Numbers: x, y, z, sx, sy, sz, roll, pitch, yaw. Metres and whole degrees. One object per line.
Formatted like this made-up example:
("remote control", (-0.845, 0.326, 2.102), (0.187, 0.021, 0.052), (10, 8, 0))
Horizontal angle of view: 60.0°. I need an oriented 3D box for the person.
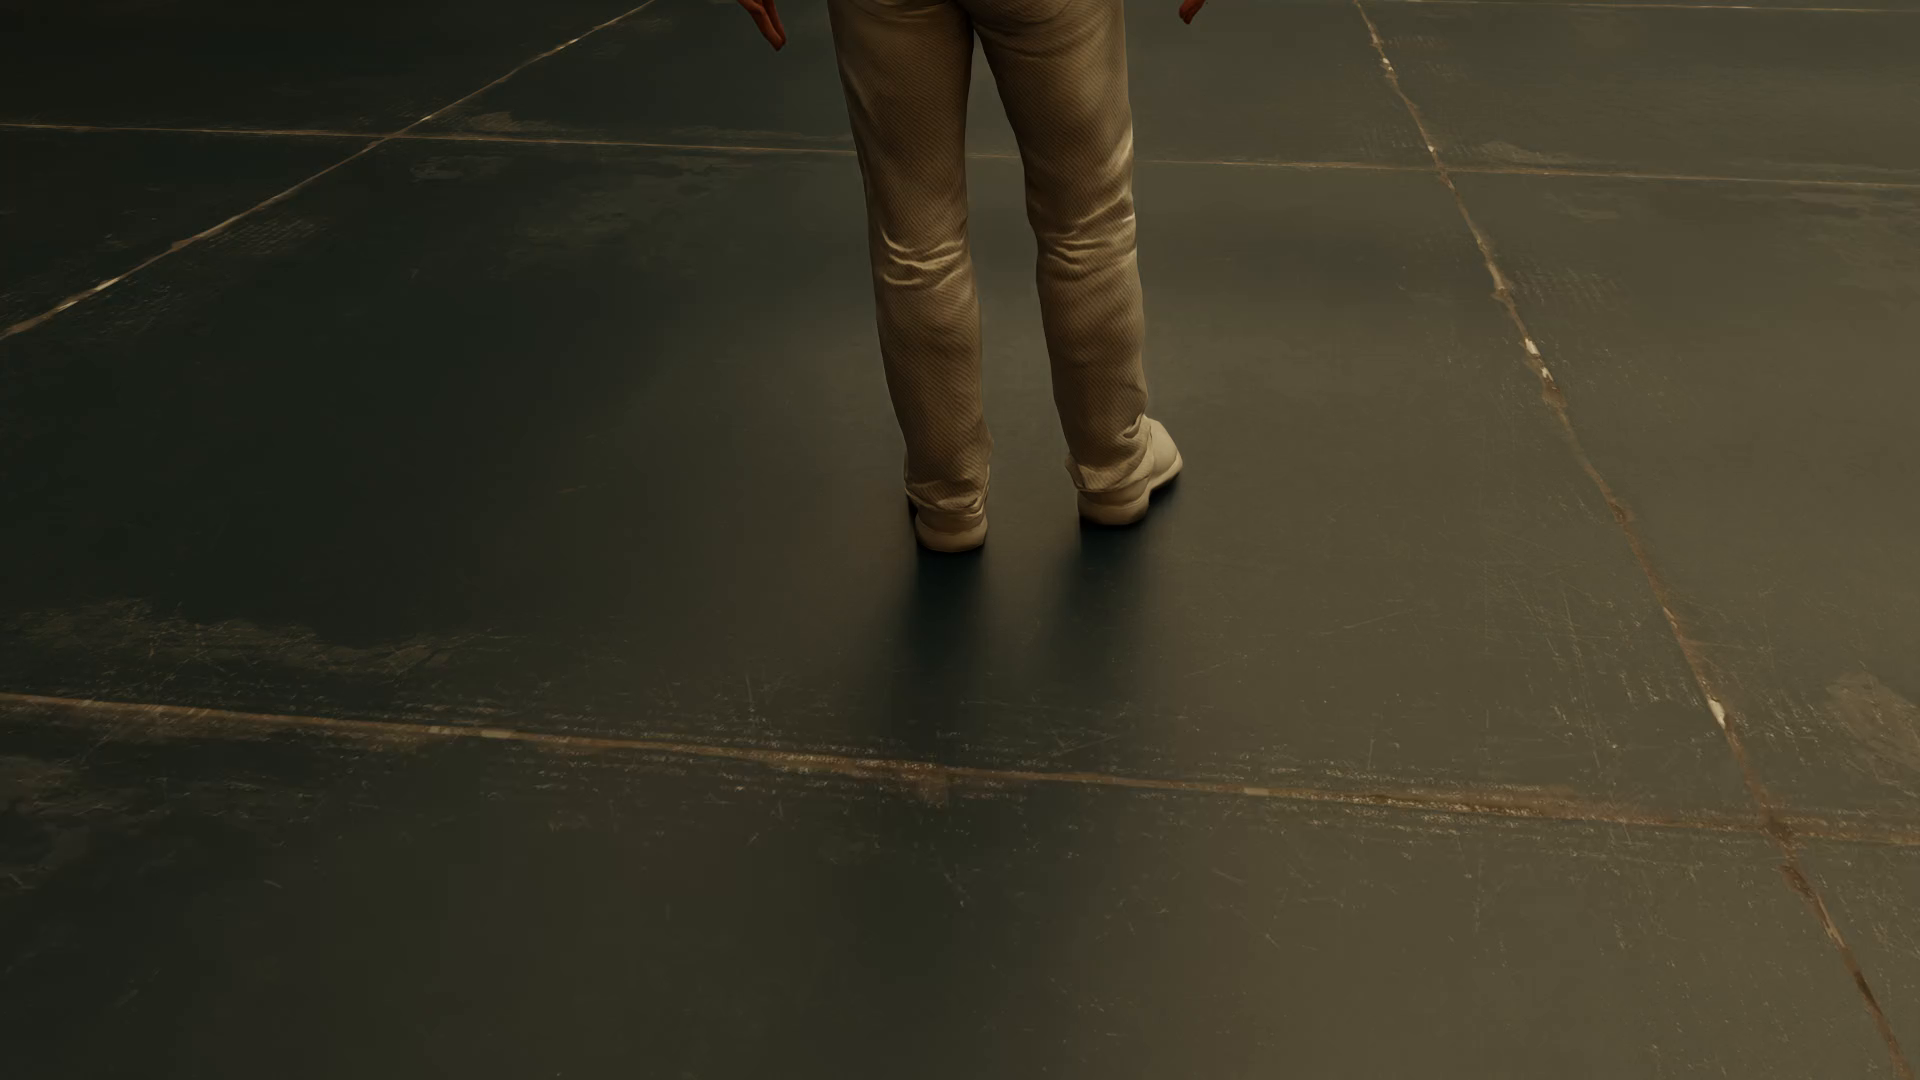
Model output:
("person", (0.015, -0.825, 2.165), (0.665, 1.762, 0.575), (3, 27, 7))
